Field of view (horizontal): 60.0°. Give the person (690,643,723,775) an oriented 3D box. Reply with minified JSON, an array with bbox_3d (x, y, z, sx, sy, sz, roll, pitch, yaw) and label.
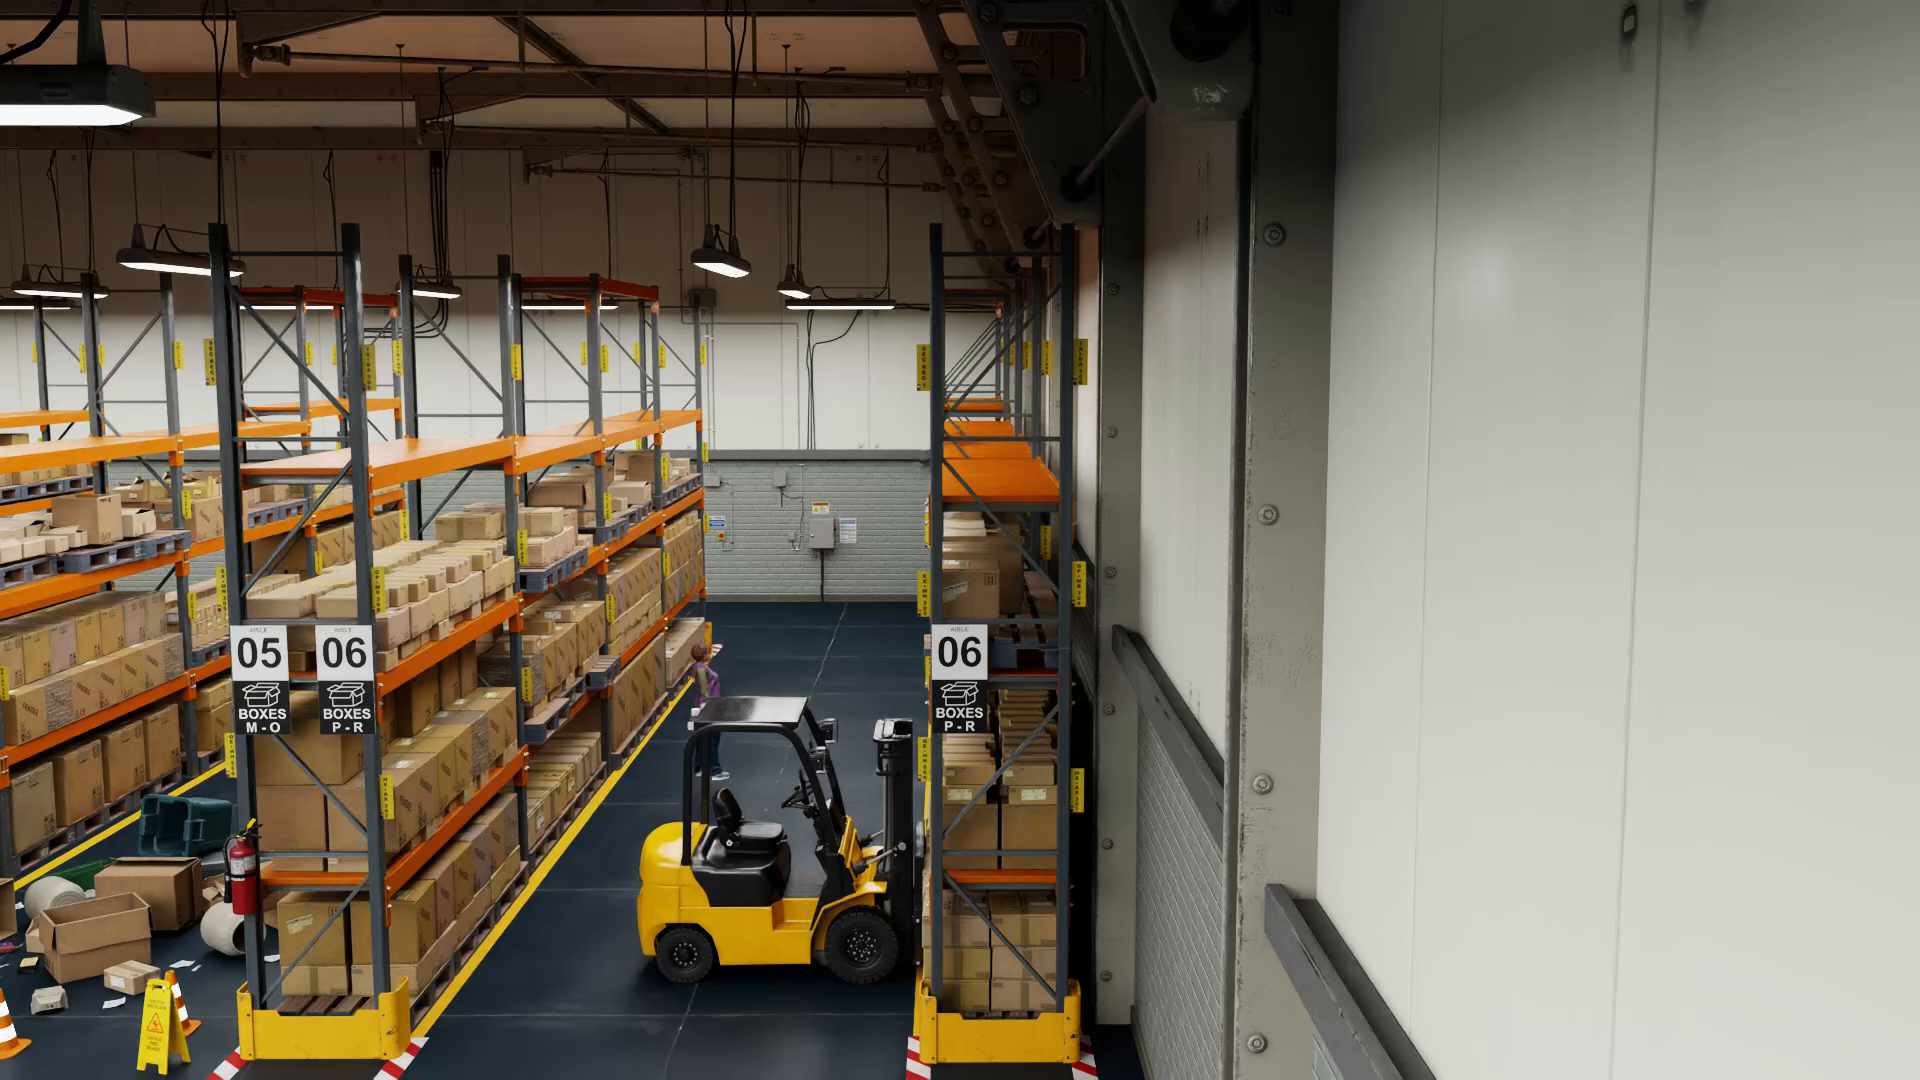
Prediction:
[{"bbox_3d":[-2.920,1.945,19.217,0.329,1.524,0.473,-4,8,-29],"label":"person"}]
